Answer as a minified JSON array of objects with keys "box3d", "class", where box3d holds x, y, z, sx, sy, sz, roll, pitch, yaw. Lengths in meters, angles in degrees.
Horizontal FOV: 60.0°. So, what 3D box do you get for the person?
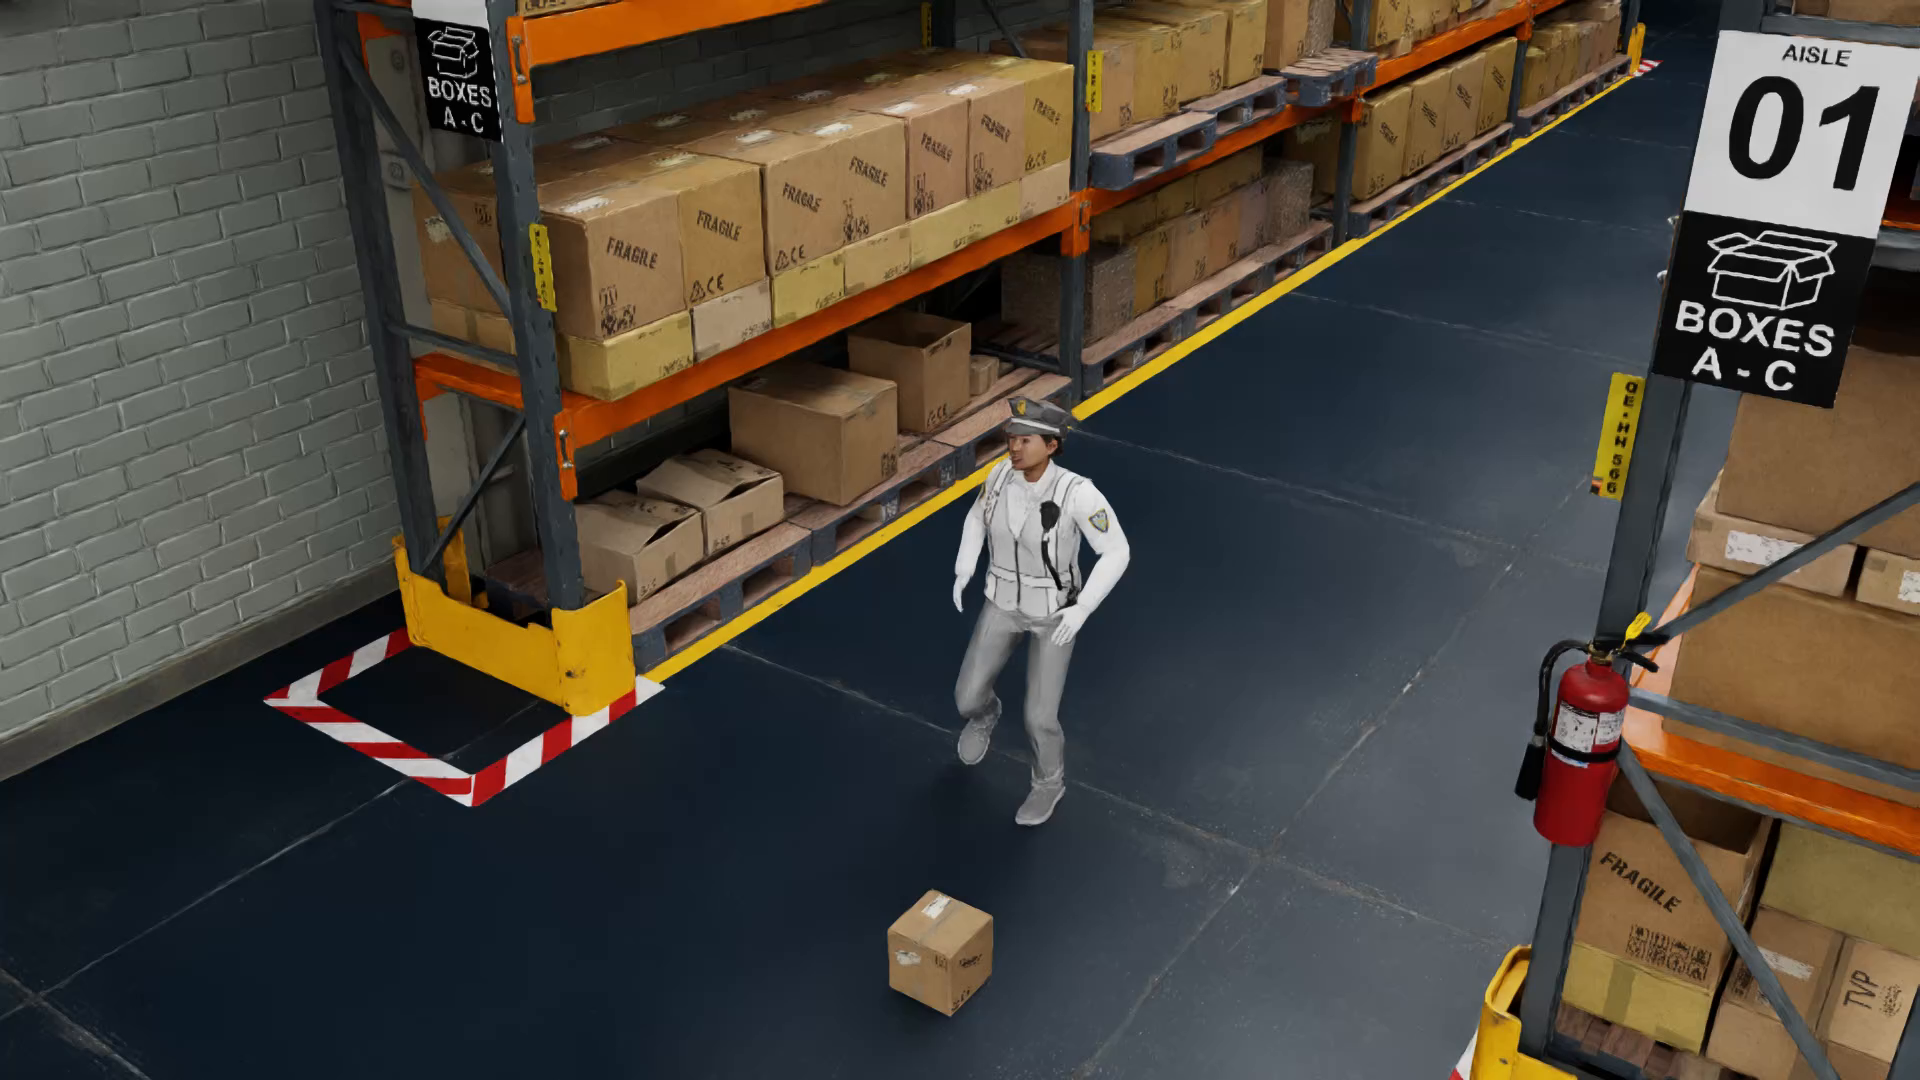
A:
[{"box3d":[0.264,0.264,6.108,0.689,1.665,0.454,13,30,23],"class":"person"}]
